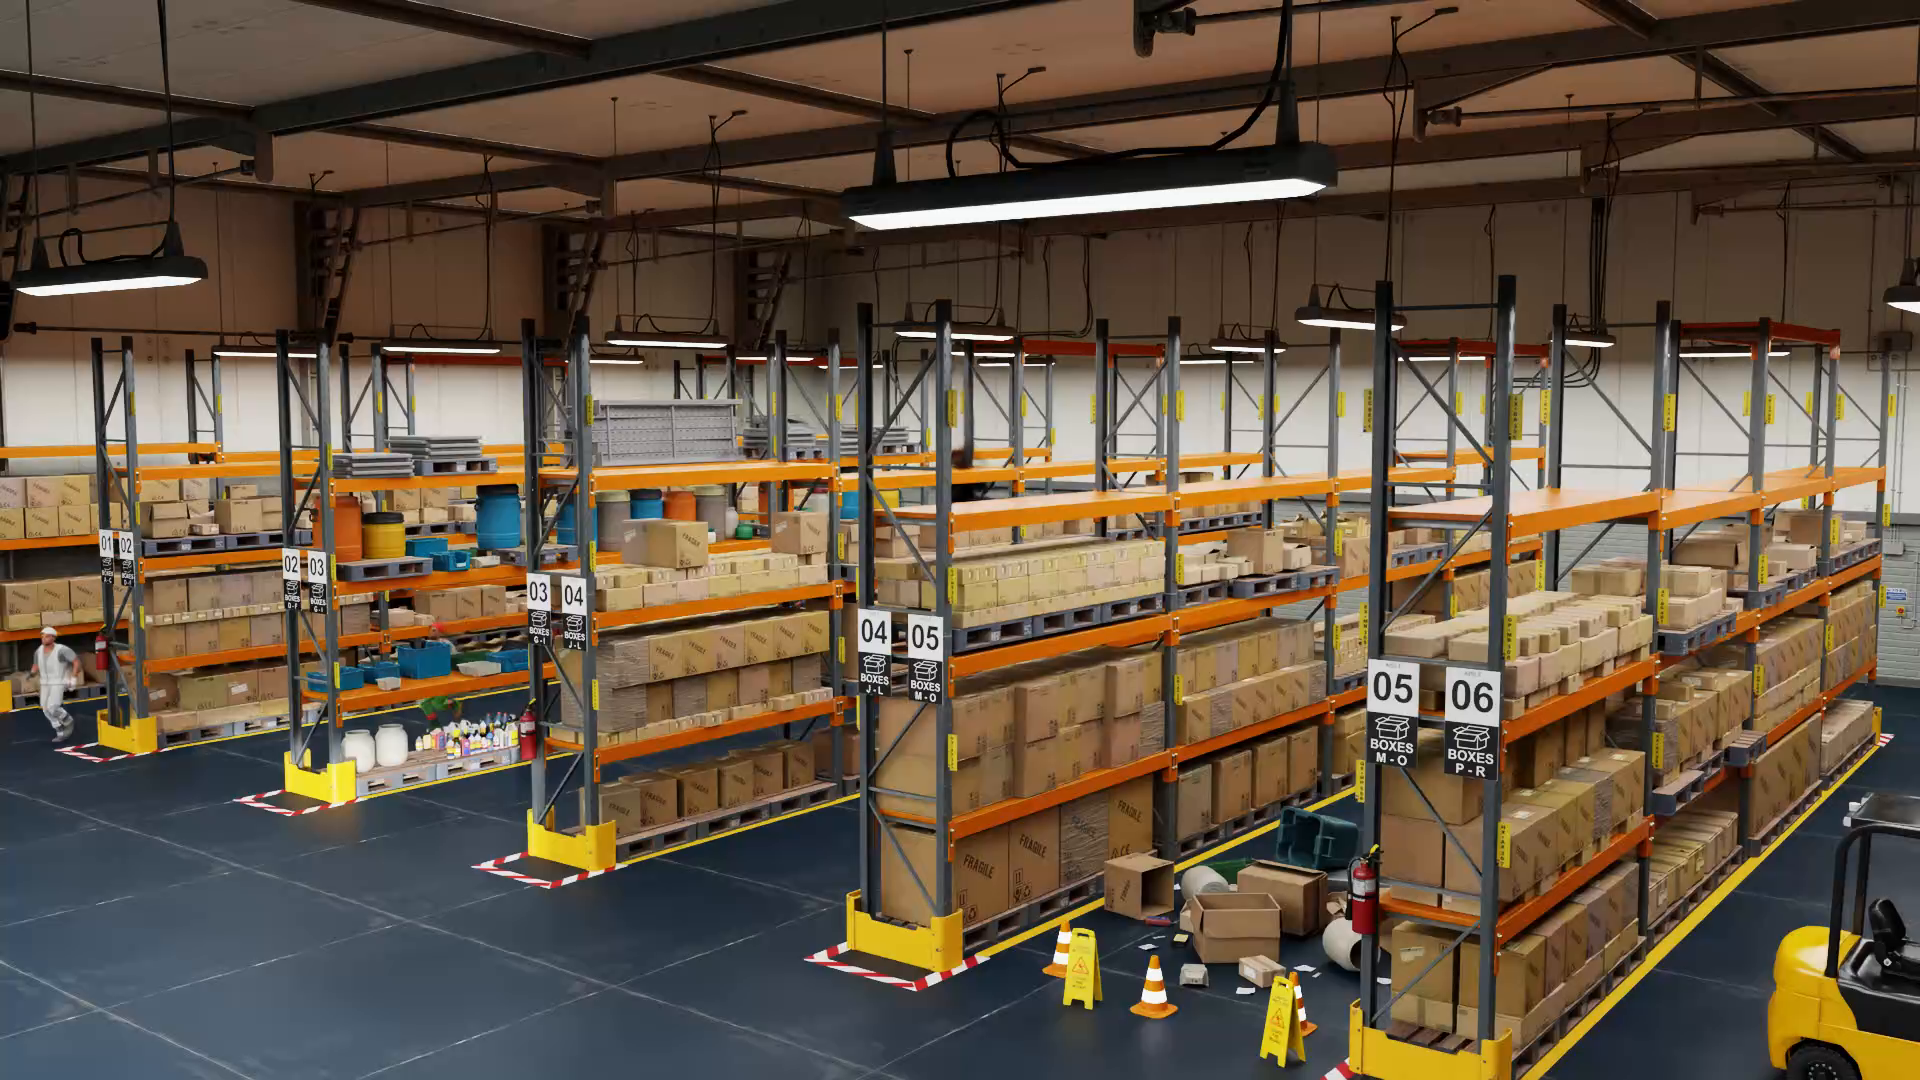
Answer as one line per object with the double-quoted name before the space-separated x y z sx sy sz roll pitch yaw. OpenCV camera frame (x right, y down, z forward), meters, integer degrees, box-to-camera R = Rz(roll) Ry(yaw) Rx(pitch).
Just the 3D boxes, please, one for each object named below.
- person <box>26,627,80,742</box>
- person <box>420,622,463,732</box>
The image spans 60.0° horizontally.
"person" -13.474 2.153 24.654 0.677 1.738 0.586 1 5 9
"person" -7.927 2.104 25.341 0.689 1.736 0.667 2 6 26
